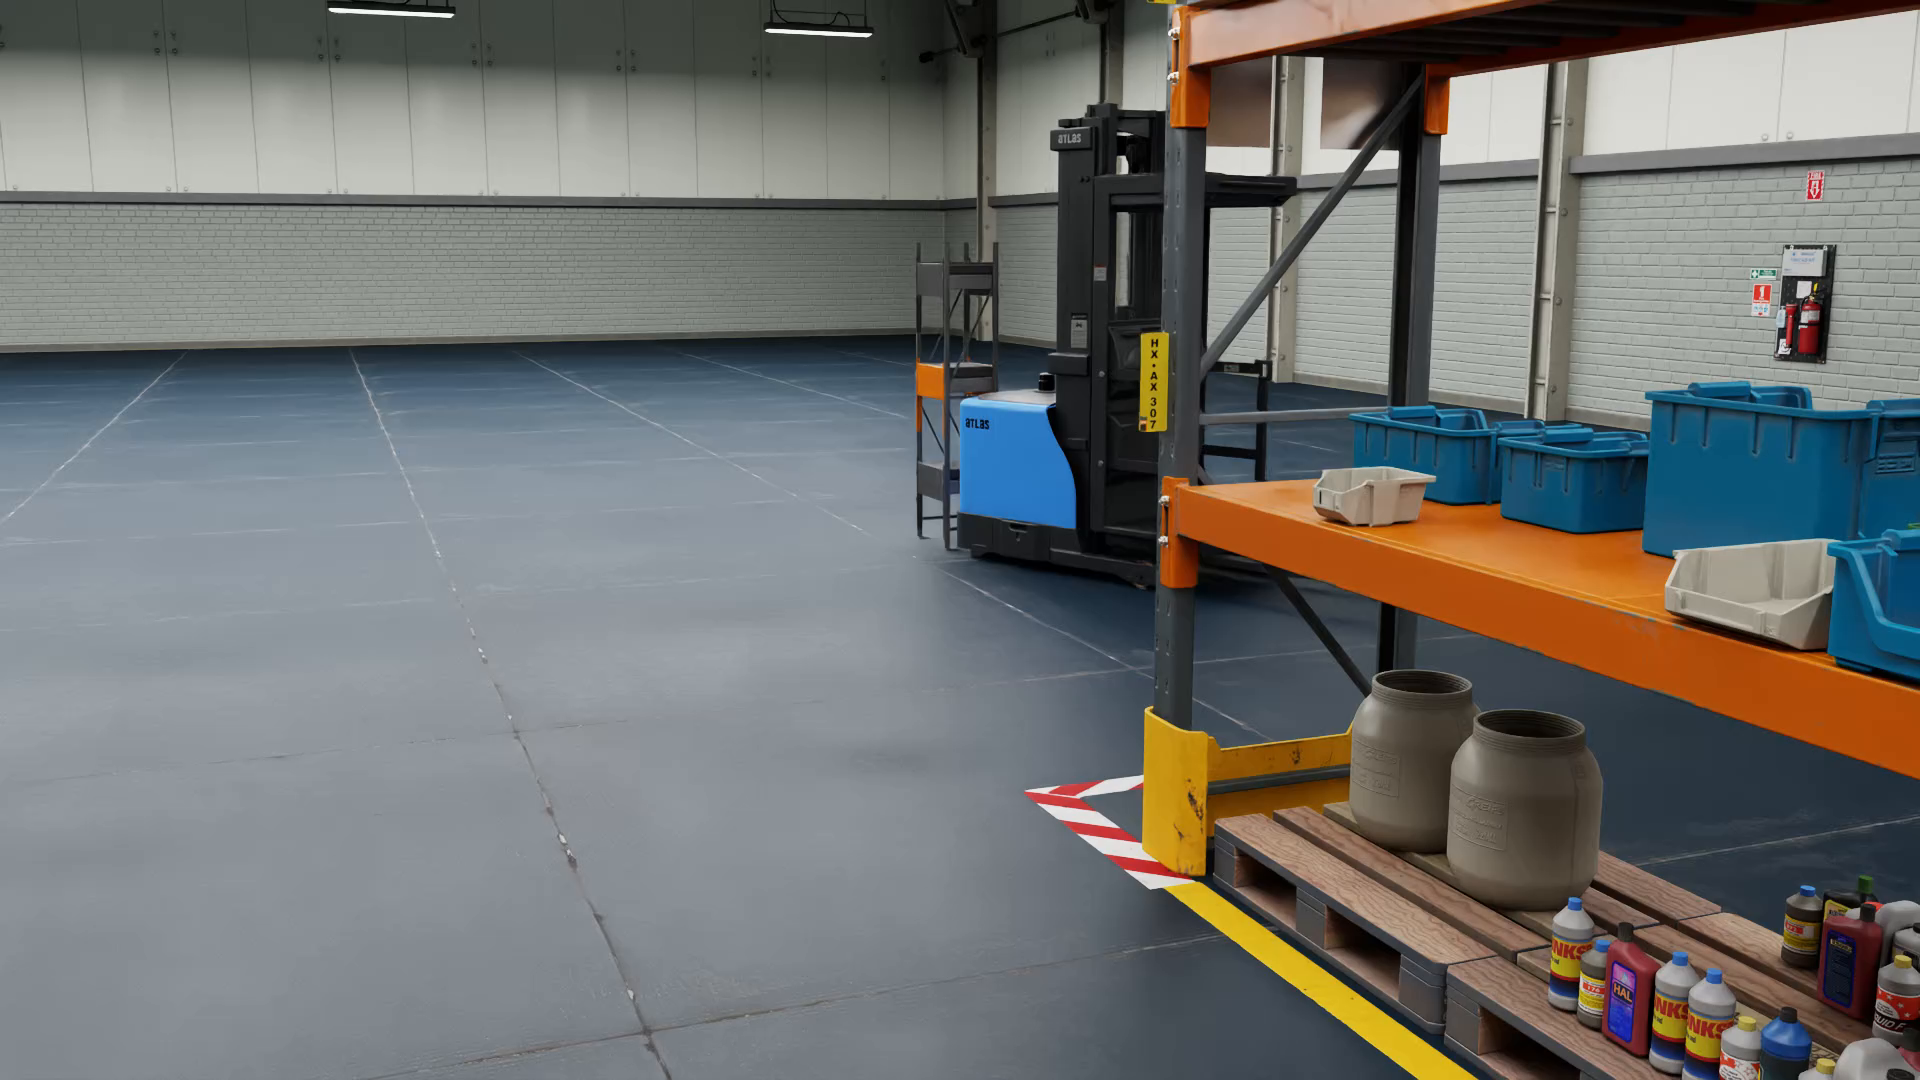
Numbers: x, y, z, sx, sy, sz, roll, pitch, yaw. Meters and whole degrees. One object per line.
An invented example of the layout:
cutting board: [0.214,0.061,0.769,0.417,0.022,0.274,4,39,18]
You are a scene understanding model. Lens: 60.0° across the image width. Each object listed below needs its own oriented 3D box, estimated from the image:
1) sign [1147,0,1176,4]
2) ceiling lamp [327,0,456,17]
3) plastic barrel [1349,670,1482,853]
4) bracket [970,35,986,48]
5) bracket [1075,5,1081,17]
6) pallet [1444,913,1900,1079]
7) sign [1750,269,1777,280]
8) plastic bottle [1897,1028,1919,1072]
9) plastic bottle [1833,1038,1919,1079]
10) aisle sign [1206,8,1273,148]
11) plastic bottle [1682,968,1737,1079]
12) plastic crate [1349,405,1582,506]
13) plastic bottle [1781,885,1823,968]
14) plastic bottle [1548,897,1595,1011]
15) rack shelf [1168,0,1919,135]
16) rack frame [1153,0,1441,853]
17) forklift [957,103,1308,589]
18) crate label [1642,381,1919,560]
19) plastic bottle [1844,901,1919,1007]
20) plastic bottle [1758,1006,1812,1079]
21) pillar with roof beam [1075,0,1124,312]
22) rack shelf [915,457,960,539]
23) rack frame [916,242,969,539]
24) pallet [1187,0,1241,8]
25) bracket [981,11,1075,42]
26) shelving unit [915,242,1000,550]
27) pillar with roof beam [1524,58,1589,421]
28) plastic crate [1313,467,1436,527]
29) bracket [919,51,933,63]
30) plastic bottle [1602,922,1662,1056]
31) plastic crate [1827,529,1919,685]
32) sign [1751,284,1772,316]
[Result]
sign: [0.641,-1.866,5.257,0.100,0.325,0.005,-4,11,-21]
ceiling lamp: [-9.486,-10.302,27.471,2.000,3.185,0.800,-4,11,-21]
plastic barrel: [1.465,0.701,5.317,0.421,0.512,0.421,0,10,0]
bracket: [0.398,-10.521,35.094,0.235,0.232,0.430,-4,11,-21]
bracket: [2.271,-9.677,30.350,0.235,0.232,0.430,-4,11,-21]
pallet: [1.955,1.295,4.038,1.003,0.211,1.213,-4,11,-21]
sign: [8.304,-2.748,17.187,0.001,0.109,0.331,-4,11,-21]
plastic bottle: [1.961,1.150,3.391,0.061,0.283,0.133,-4,11,-21]
plastic bottle: [1.861,1.160,3.353,0.152,0.276,0.135,-4,11,-20]
aisle sign: [0.857,-1.692,5.446,0.394,0.787,0.004,-4,11,-21]
plastic bottle: [1.683,1.095,3.731,0.097,0.271,0.097,0,10,0]
plastic crate: [1.616,-0.283,5.373,0.499,0.251,0.616,-4,11,-21]
plastic bottle: [2.230,1.014,4.390,0.097,0.201,0.097,0,10,0]
plastic bottle: [1.522,1.023,4.138,0.097,0.271,0.097,0,10,0]
rack shelf: [1.881,-1.215,3.677,1.077,0.370,4.000,-4,11,-21]
rack frame: [1.156,-0.419,5.712,1.000,3.000,0.127,-4,11,-21]
forklift: [1.407,-1.220,10.410,3.031,2.935,1.130,9,14,42]
crate label: [2.075,-0.153,4.117,0.502,0.435,0.616,-4,11,-21]
plastic bottle: [2.296,1.020,4.142,0.152,0.276,0.135,-4,11,-20]
plastic bottle: [1.756,1.128,3.546,0.097,0.271,0.097,0,10,0]
pillar with roof beam: [-1.260,-7.587,28.875,9.100,9.000,0.548,-4,11,-21]
rack shelf: [-0.023,-0.314,11.763,0.431,0.518,0.480,-5,11,-24]
rack frame: [-0.124,-1.055,11.857,0.400,2.100,0.015,-5,11,-24]
pallet: [1.364,-1.662,4.672,1.003,0.211,1.213,-4,11,-21]
bracket: [1.331,-10.100,32.730,0.076,0.066,4.783,-4,11,-21]
shelving unit: [-0.023,-1.016,11.638,0.431,2.100,0.503,-5,11,-24]
pillar with roof beam: [3.088,-5.628,17.863,9.100,9.000,0.400,-4,11,-21]
plastic crate: [1.180,-0.123,4.799,0.298,0.136,0.250,-4,11,-21]
bracket: [-0.762,-11.043,38.030,0.235,0.232,0.430,-4,11,-21]
plastic bottle: [1.587,1.055,3.923,0.061,0.283,0.133,-4,11,-20]
plastic crate: [1.951,0.143,2.973,0.499,0.251,0.616,-4,11,-21]
sign: [8.311,-2.488,17.241,0.001,0.329,0.234,-4,11,-21]
